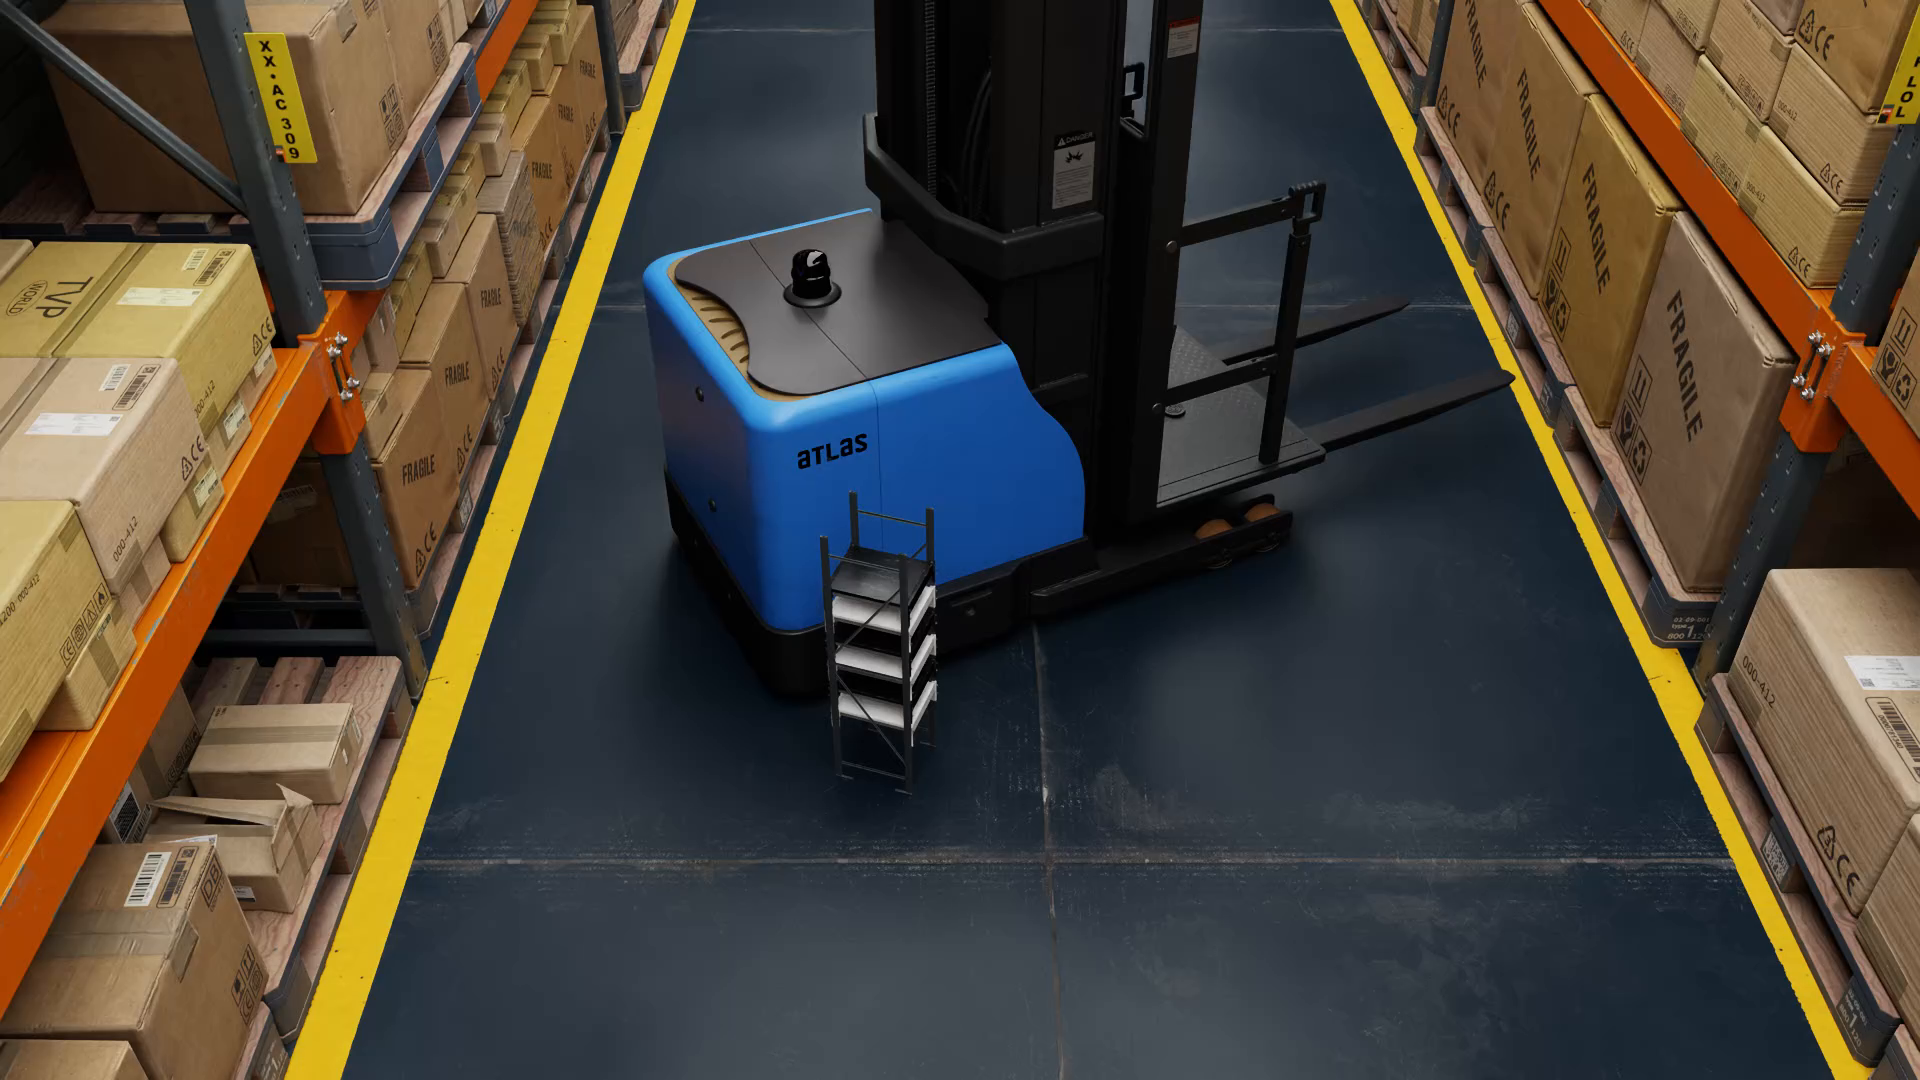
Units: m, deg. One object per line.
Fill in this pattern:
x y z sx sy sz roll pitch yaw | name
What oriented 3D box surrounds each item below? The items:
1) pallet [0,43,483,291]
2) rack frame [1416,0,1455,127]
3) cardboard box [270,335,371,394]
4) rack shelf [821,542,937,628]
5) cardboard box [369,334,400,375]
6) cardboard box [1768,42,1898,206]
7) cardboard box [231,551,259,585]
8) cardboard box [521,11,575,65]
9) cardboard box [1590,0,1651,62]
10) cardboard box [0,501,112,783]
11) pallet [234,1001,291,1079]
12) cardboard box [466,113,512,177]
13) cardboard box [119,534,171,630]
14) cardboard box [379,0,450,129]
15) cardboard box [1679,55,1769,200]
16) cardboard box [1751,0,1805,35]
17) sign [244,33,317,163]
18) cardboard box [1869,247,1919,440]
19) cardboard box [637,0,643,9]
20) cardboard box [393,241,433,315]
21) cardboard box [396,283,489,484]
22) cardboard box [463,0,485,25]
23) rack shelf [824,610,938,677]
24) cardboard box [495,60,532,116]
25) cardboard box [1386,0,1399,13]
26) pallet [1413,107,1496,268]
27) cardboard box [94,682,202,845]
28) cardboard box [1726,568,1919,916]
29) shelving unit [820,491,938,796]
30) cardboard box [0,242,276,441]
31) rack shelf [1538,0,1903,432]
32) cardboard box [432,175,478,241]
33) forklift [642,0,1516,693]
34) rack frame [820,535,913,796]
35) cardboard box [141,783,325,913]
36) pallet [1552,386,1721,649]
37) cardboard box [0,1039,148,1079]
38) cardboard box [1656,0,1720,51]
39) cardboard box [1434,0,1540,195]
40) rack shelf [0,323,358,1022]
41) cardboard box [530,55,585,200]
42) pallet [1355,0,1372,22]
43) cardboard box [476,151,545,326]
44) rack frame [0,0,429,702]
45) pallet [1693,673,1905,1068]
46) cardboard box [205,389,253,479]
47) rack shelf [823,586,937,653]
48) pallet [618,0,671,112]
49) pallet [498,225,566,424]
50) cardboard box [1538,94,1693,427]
-2.058 -1.134 4.920 1.003 0.211 1.213 0 39 0 | pallet
2.792 -3.217 7.365 1.000 3.000 0.127 0 39 0 | rack frame
-1.962 -0.491 4.871 0.380 0.149 0.250 -1 39 -1 | cardboard box
-0.217 0.120 4.503 0.258 0.077 0.200 12 40 15 | rack shelf
-1.979 -0.548 5.180 0.380 0.149 0.250 -1 39 -1 | cardboard box
2.553 -1.127 4.478 0.500 0.250 0.500 0 39 0 | cardboard box
-2.463 -0.204 5.270 0.500 0.500 0.500 0 39 0 | cardboard box
-1.886 -2.173 7.207 0.380 0.149 0.250 -2 39 -2 | cardboard box
2.559 -1.894 5.835 0.500 0.250 0.500 0 39 0 | cardboard box
-1.919 0.177 3.013 0.500 0.250 0.500 0 39 0 | cardboard box
-2.163 1.573 3.618 1.003 0.211 1.213 0 39 0 | pallet
-1.944 -1.514 6.385 0.380 0.149 0.250 -2 39 -2 | cardboard box
-1.894 0.077 3.456 0.380 0.149 0.250 1 39 1 | cardboard box
-1.944 -1.539 4.856 0.700 0.500 0.500 0 39 0 | cardboard box
2.545 -1.255 5.038 0.500 0.250 0.500 -1 39 -1 | cardboard box
2.537 -1.747 4.652 0.500 0.500 0.500 1 39 1 | cardboard box
-1.624 -1.052 3.972 0.100 0.325 0.005 0 39 0 | sign
2.536 -0.461 3.846 0.500 0.500 0.500 1 39 1 | cardboard box
-2.167 -3.247 8.966 0.875 0.625 0.625 1 39 1 | cardboard box
-2.004 -0.880 5.594 0.380 0.149 0.250 -1 39 -1 | cardboard box
-1.953 -0.533 5.680 0.500 0.500 0.500 -1 39 -1 | cardboard box
-1.945 -2.029 5.468 0.700 0.500 0.500 0 39 0 | cardboard box
-0.217 0.260 4.615 0.258 0.077 0.200 12 40 15 | rack shelf
-1.975 -1.843 6.796 0.380 0.149 0.250 1 39 1 | cardboard box
2.793 -3.170 9.072 0.950 0.372 0.625 -1 39 -1 | cardboard box
2.718 -1.635 7.622 1.003 0.211 1.213 0 39 0 | pallet
-2.402 0.589 4.430 0.500 0.311 0.500 1 39 2 | cardboard box
2.690 0.514 4.424 0.875 0.438 0.875 -1 39 -1 | cardboard box
-0.217 0.304 4.651 0.258 0.900 0.210 12 40 15 | shelving unit
-1.922 -0.448 3.793 0.500 0.250 0.500 1 39 1 | cardboard box
2.795 -1.685 6.029 1.077 0.370 4.000 0 39 0 | rack shelf
-1.965 -1.192 5.983 0.380 0.149 0.250 1 39 2 | cardboard box
0.558 -1.323 5.057 3.031 2.935 1.130 -18 42 -21 | forklift
-0.251 0.364 4.576 0.240 0.900 0.006 12 40 15 | rack frame
-1.872 0.765 4.247 0.396 0.266 0.258 1 39 2 | cardboard box
2.721 -0.109 5.718 1.003 0.211 1.213 0 39 0 | pallet
-1.931 1.356 3.322 0.500 0.500 0.500 1 39 1 | cardboard box
2.539 -1.764 5.272 0.500 0.250 0.500 1 39 1 | cardboard box
2.710 -2.119 7.359 0.875 0.875 0.875 0 39 0 | cardboard box
-2.164 0.822 2.901 1.077 0.370 4.000 0 39 0 | rack shelf
-1.966 -1.822 7.288 0.500 0.500 0.500 -1 39 -1 | cardboard box
2.794 -3.378 9.797 1.003 0.211 1.213 0 39 0 | pallet
-1.943 -1.170 6.474 0.500 0.500 0.500 -1 39 -2 | cardboard box
-2.167 -0.709 4.236 1.000 3.000 0.127 0 39 0 | rack frame
2.720 0.849 4.522 1.003 0.211 1.213 0 39 0 | pallet
-1.892 -0.249 3.863 0.380 0.149 0.250 1 39 1 | cardboard box
-0.217 0.190 4.559 0.258 0.077 0.200 12 40 15 | rack shelf
-2.133 -2.637 8.872 1.003 0.211 1.213 0 39 0 | pallet
-2.210 -0.895 6.698 1.003 0.211 1.213 0 39 0 | pallet
2.708 -1.002 5.965 0.875 0.875 0.875 1 39 1 | cardboard box
